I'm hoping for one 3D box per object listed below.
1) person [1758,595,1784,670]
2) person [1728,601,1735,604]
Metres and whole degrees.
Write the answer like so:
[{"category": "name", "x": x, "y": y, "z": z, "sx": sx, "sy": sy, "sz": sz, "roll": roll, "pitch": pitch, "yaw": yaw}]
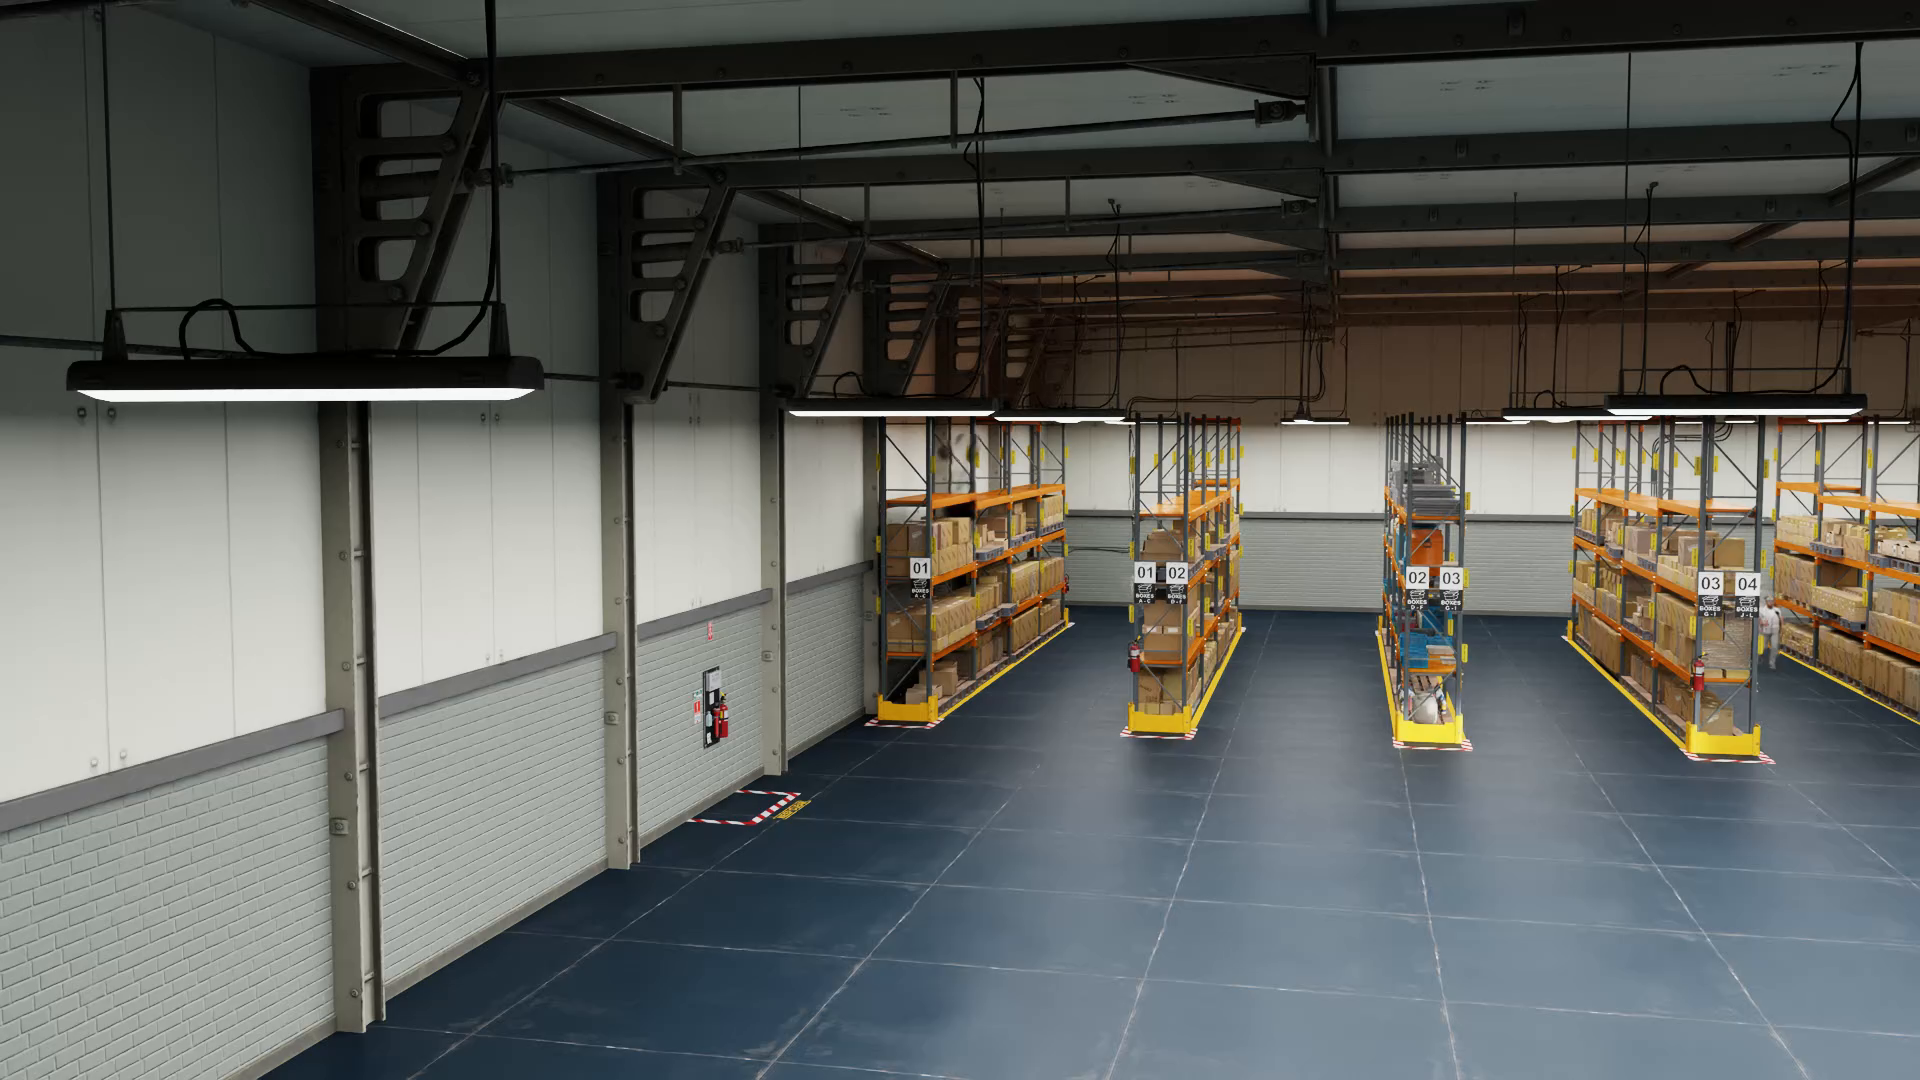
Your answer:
[{"category": "person", "x": 19.220, "y": 2.173, "z": 39.492, "sx": 0.679, "sy": 1.747, "sz": 0.849, "roll": 1, "pitch": 4, "yaw": 12}, {"category": "person", "x": 20.881, "y": 1.886, "z": 44.683, "sx": 0.958, "sy": 1.638, "sz": 0.685, "roll": -1, "pitch": 4, "yaw": -20}]
